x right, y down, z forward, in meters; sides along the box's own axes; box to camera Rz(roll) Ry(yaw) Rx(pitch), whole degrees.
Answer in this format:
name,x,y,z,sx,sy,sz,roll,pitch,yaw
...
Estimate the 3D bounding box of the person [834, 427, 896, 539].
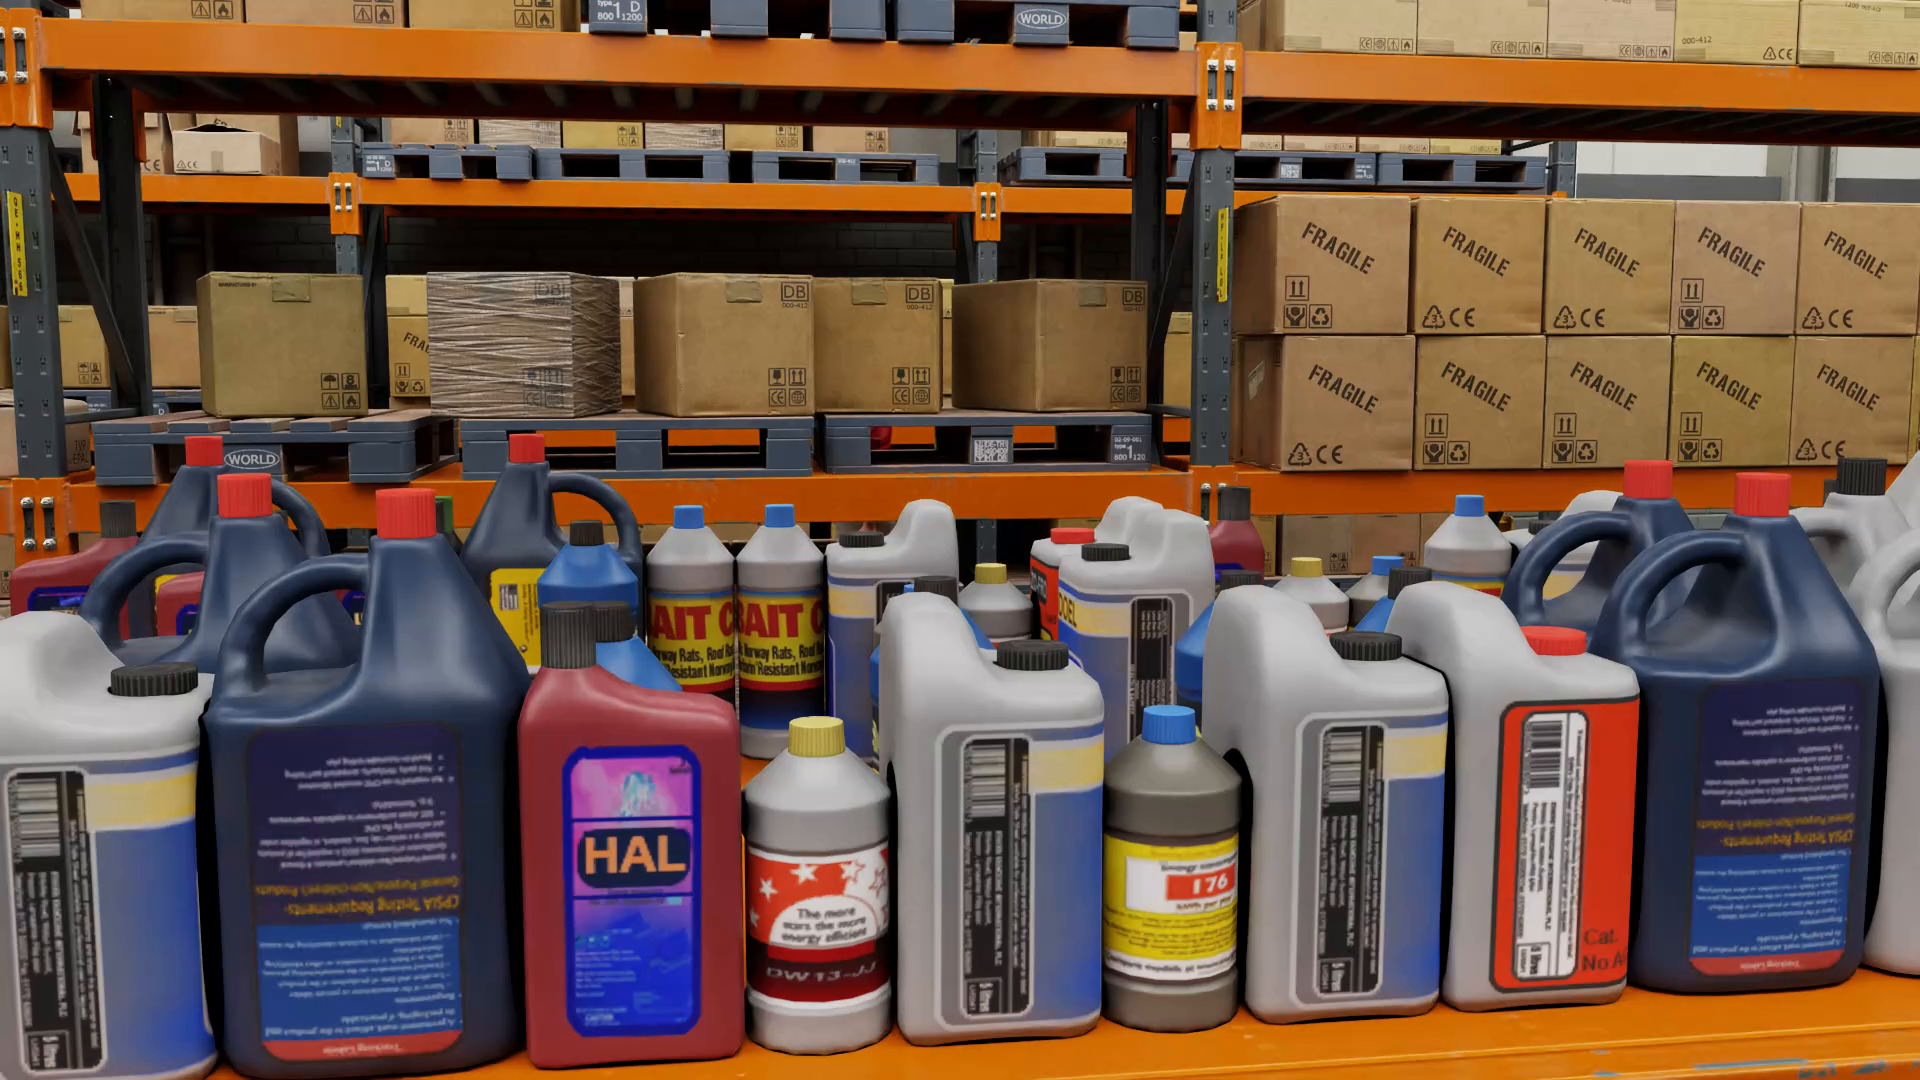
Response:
name,x,y,z,sx,sy,sz,roll,pitch,yaw
person,-0.478,-0.093,8.560,0.509,1.733,0.568,0,6,1
